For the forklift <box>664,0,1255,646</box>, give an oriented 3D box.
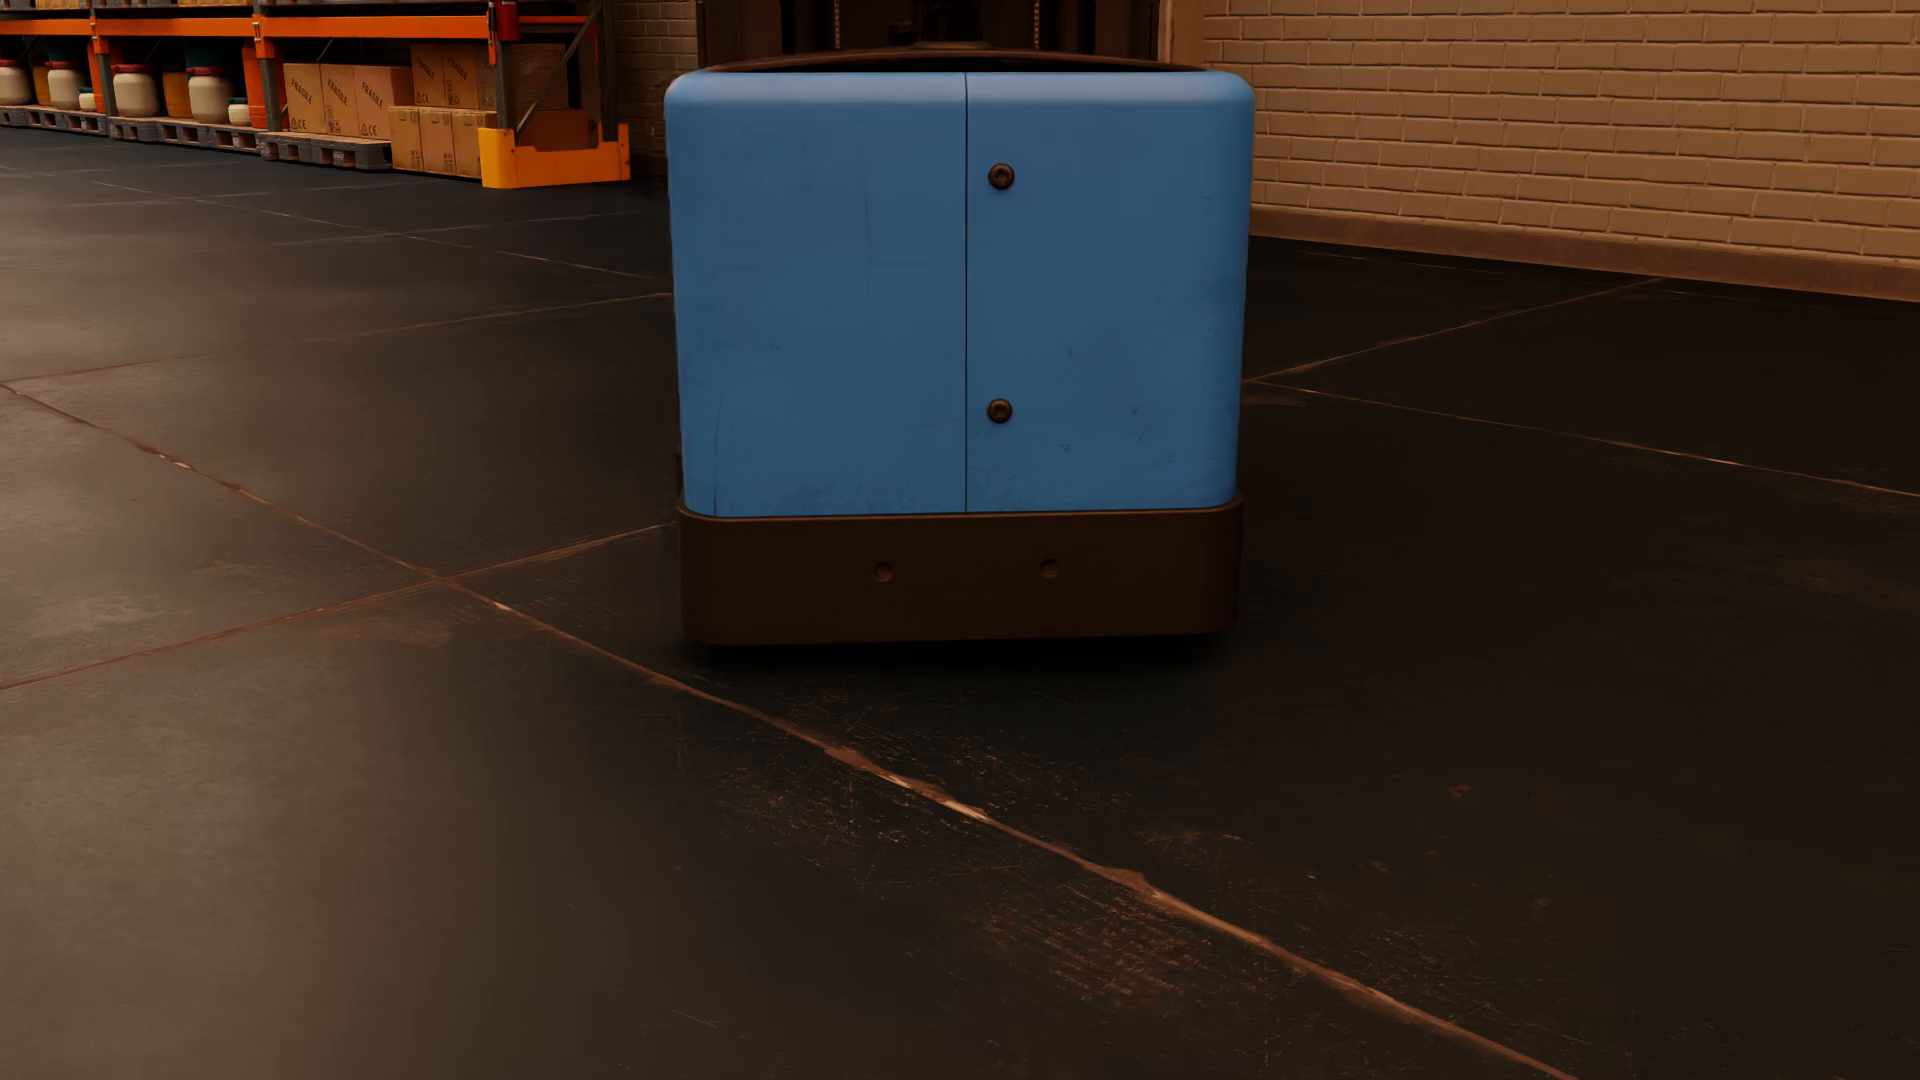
[{"bbox_3d":[-0.093,-1.592,4.083,1.130,2.935,3.031,-1,17,-4],"label":"forklift"}]
